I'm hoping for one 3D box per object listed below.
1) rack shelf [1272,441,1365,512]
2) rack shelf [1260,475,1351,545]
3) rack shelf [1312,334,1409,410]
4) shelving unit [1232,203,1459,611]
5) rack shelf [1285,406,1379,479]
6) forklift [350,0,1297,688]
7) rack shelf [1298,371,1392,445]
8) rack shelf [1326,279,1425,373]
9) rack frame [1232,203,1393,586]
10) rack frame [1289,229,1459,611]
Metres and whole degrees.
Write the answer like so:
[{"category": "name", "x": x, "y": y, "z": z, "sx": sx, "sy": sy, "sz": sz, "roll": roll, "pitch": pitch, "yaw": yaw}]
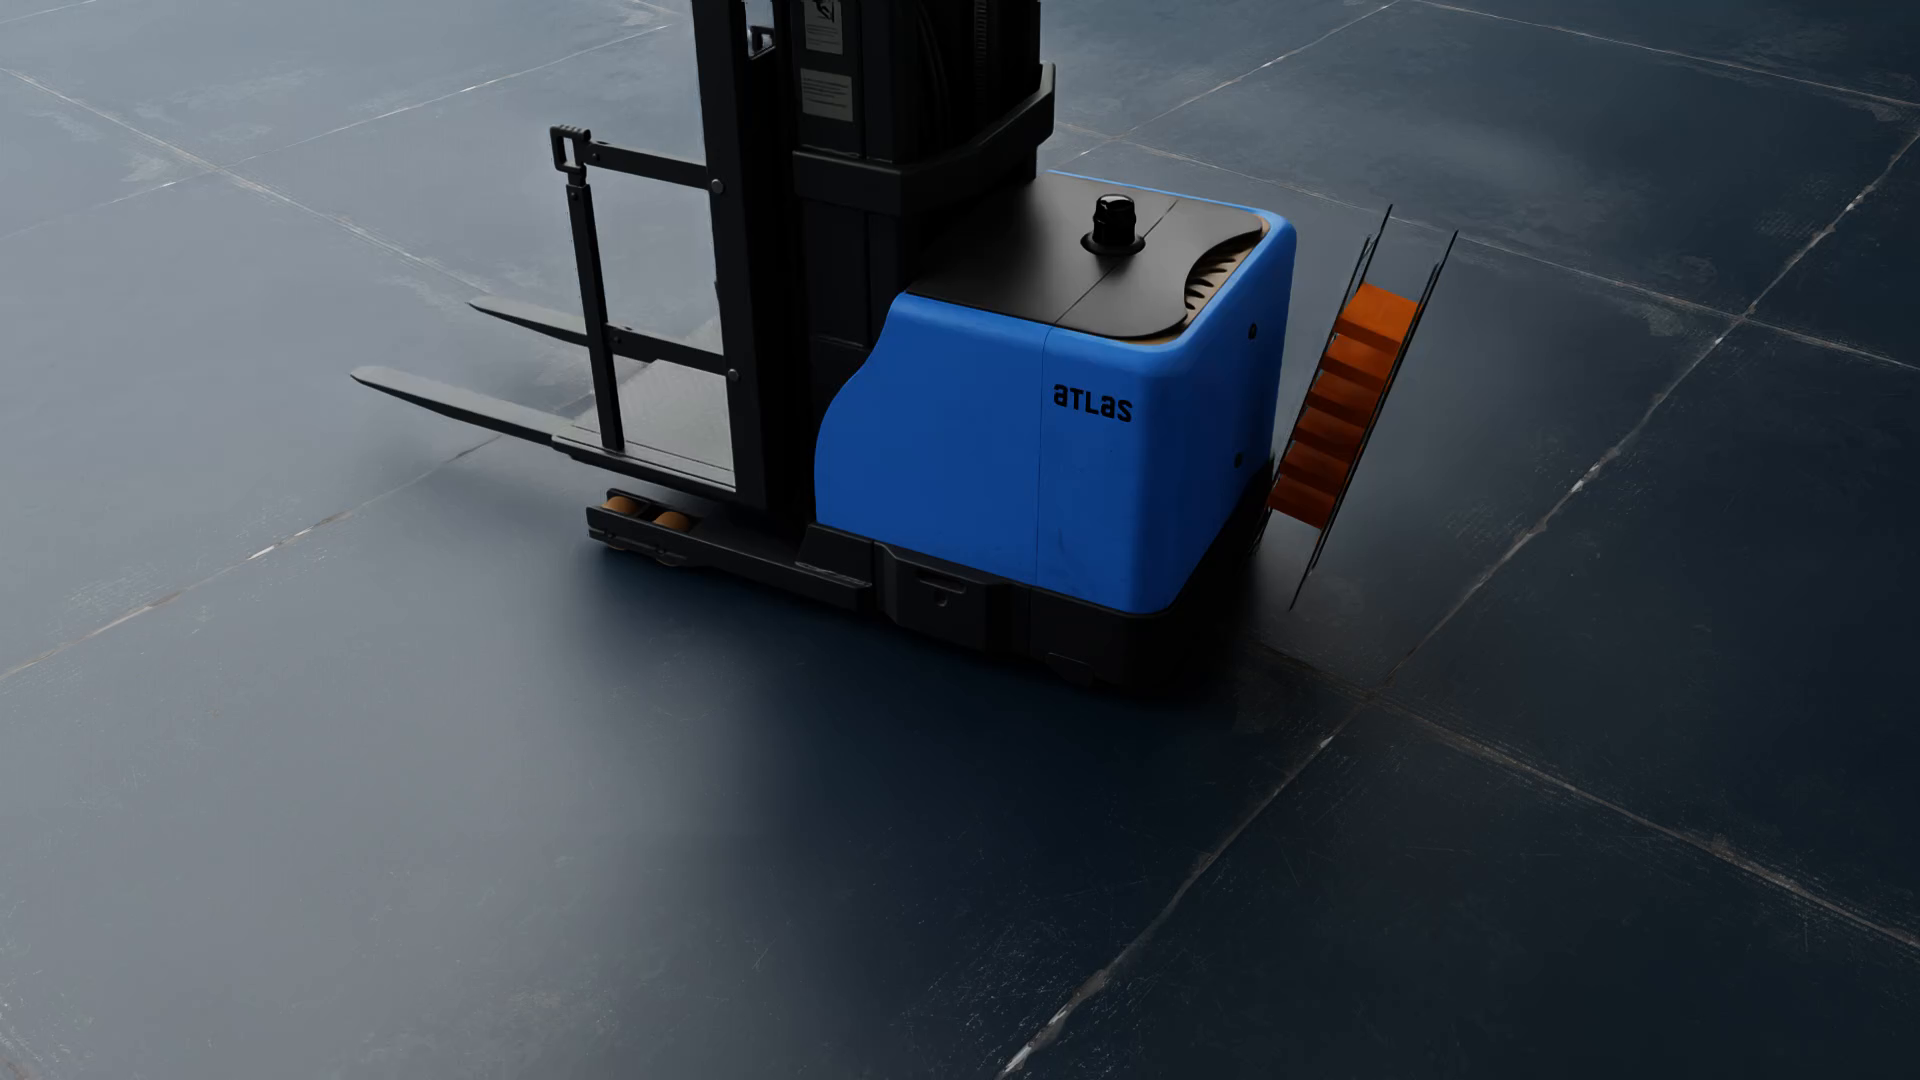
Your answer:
[{"category": "rack shelf", "x": 1.032, "y": -0.216, "z": 4.776, "sx": 0.180, "sy": 0.103, "sz": 0.258, "roll": 25, "pitch": 41, "yaw": 14}, {"category": "rack shelf", "x": 1.010, "y": -0.125, "z": 4.851, "sx": 0.180, "sy": 0.103, "sz": 0.258, "roll": 25, "pitch": 41, "yaw": 14}, {"category": "rack shelf", "x": 1.098, "y": -0.487, "z": 4.549, "sx": 0.180, "sy": 0.103, "sz": 0.258, "roll": 25, "pitch": 41, "yaw": 14}, {"category": "shelving unit", "x": 1.062, "y": -0.340, "z": 4.672, "sx": 0.189, "sy": 1.200, "sz": 0.258, "roll": 25, "pitch": 41, "yaw": 14}, {"category": "rack shelf", "x": 1.054, "y": -0.306, "z": 4.700, "sx": 0.180, "sy": 0.103, "sz": 0.258, "roll": 25, "pitch": 41, "yaw": 14}, {"category": "forklift", "x": -0.587, "y": -1.376, "z": 4.664, "sx": 3.031, "sy": 2.935, "sz": 1.130, "roll": 16, "pitch": 38, "yaw": 22}, {"category": "rack shelf", "x": 1.076, "y": -0.397, "z": 4.625, "sx": 0.180, "sy": 0.103, "sz": 0.258, "roll": 25, "pitch": 41, "yaw": 14}, {"category": "rack shelf", "x": 1.120, "y": -0.578, "z": 4.473, "sx": 0.180, "sy": 0.103, "sz": 0.258, "roll": 25, "pitch": 41, "yaw": 14}, {"category": "rack frame", "x": 0.982, "y": -0.378, "z": 4.695, "sx": 0.006, "sy": 1.200, "sz": 0.240, "roll": 25, "pitch": 41, "yaw": 14}, {"category": "rack frame", "x": 1.142, "y": -0.301, "z": 4.650, "sx": 0.006, "sy": 1.200, "sz": 0.240, "roll": 25, "pitch": 41, "yaw": 14}]
